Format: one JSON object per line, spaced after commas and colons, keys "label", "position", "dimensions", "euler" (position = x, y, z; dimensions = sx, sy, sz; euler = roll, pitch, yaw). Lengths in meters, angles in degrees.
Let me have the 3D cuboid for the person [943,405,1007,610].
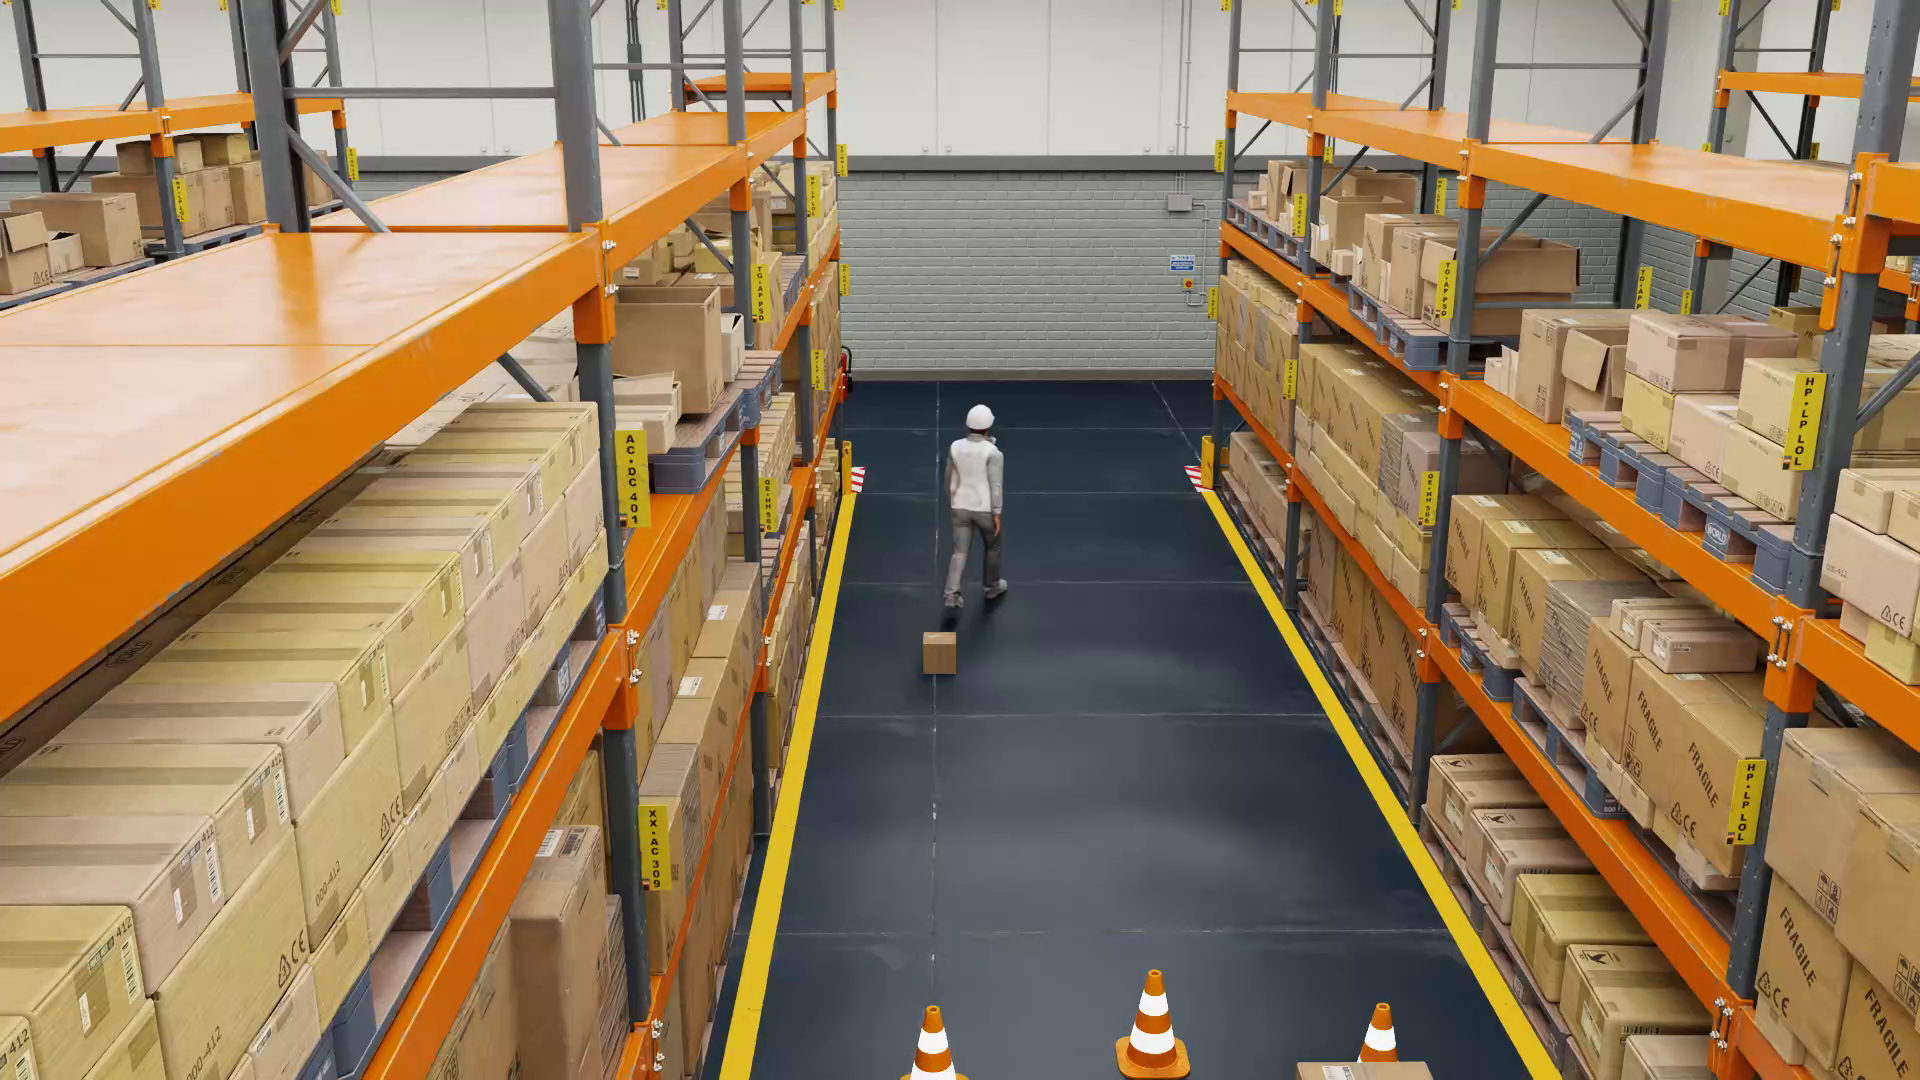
{"label": "person", "position": [0.107, -0.268, 13.899], "dimensions": [0.554, 1.735, 1.012], "euler": [6, 18, 20]}
